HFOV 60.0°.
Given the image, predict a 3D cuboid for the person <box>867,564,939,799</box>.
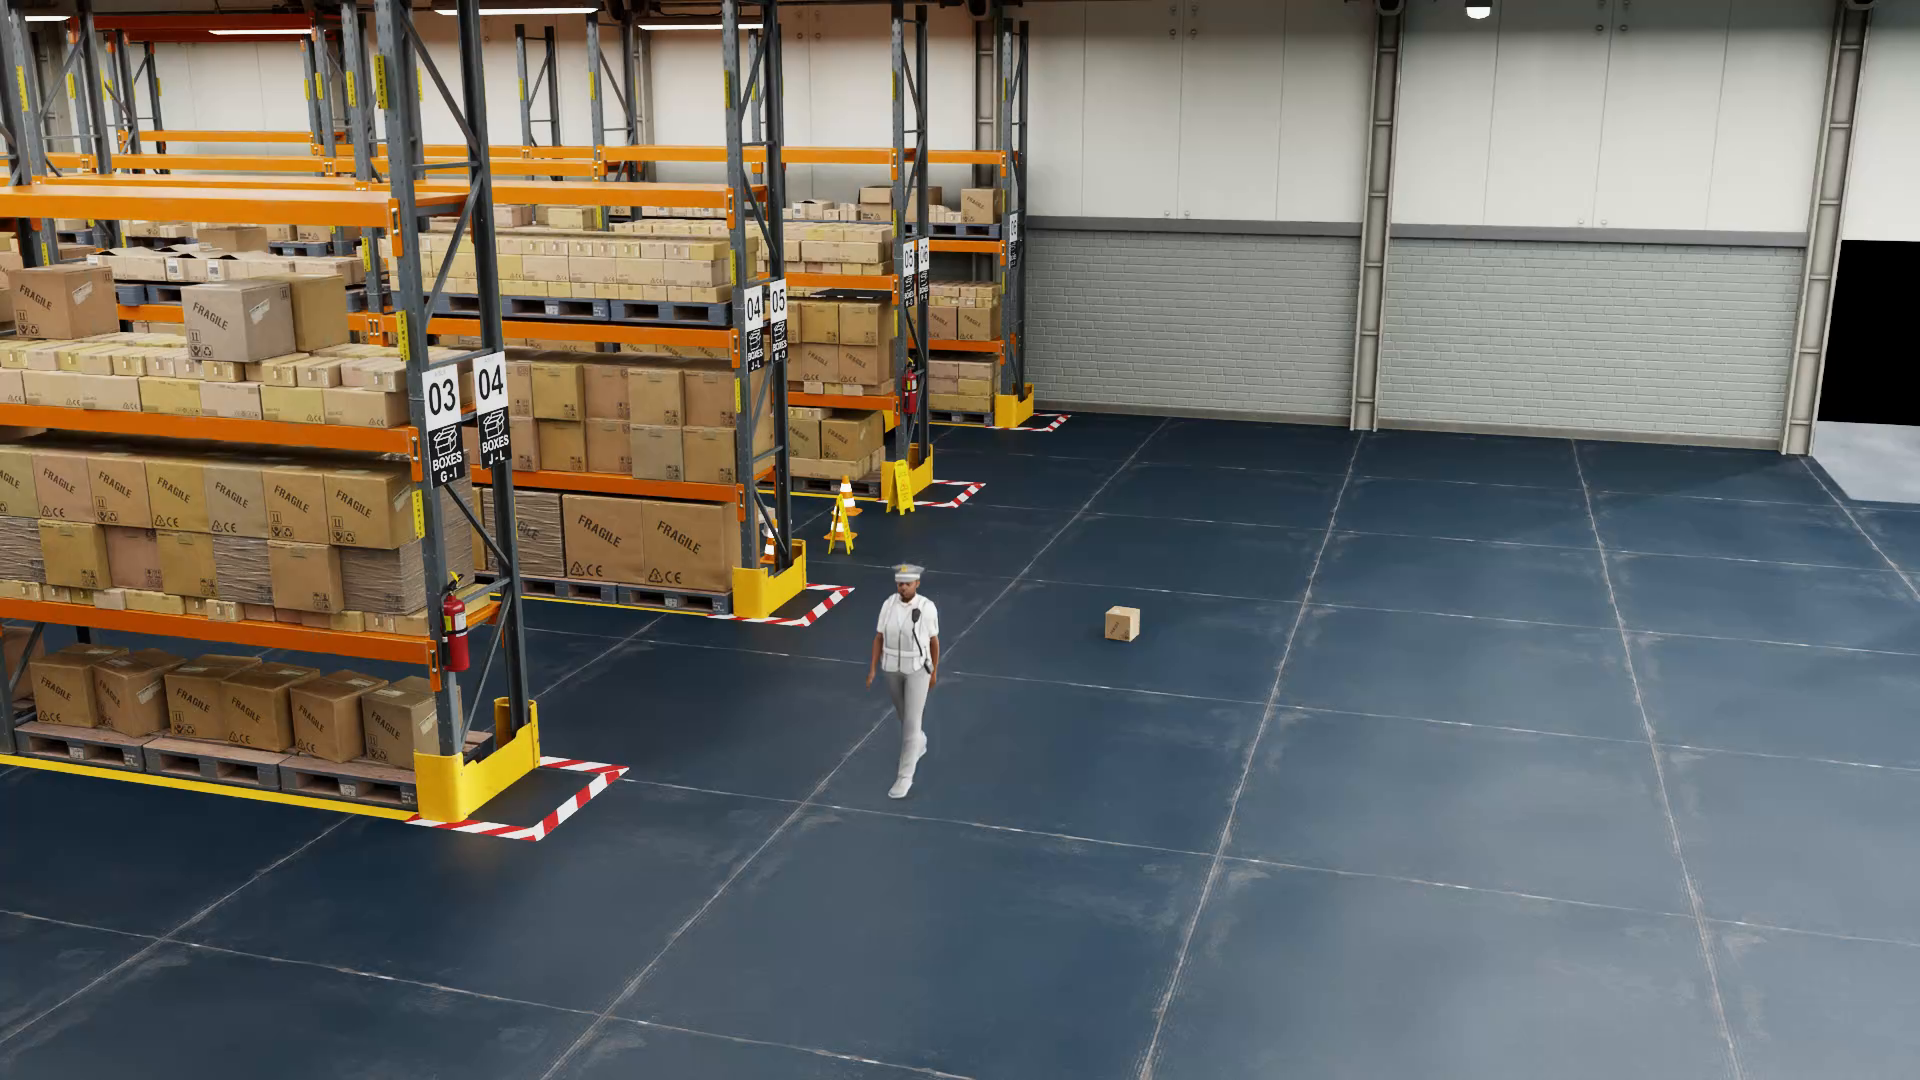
[{"bbox_3d":[-0.441,0.974,12.264,0.458,1.642,0.937,6,16,21],"label":"person"}]
